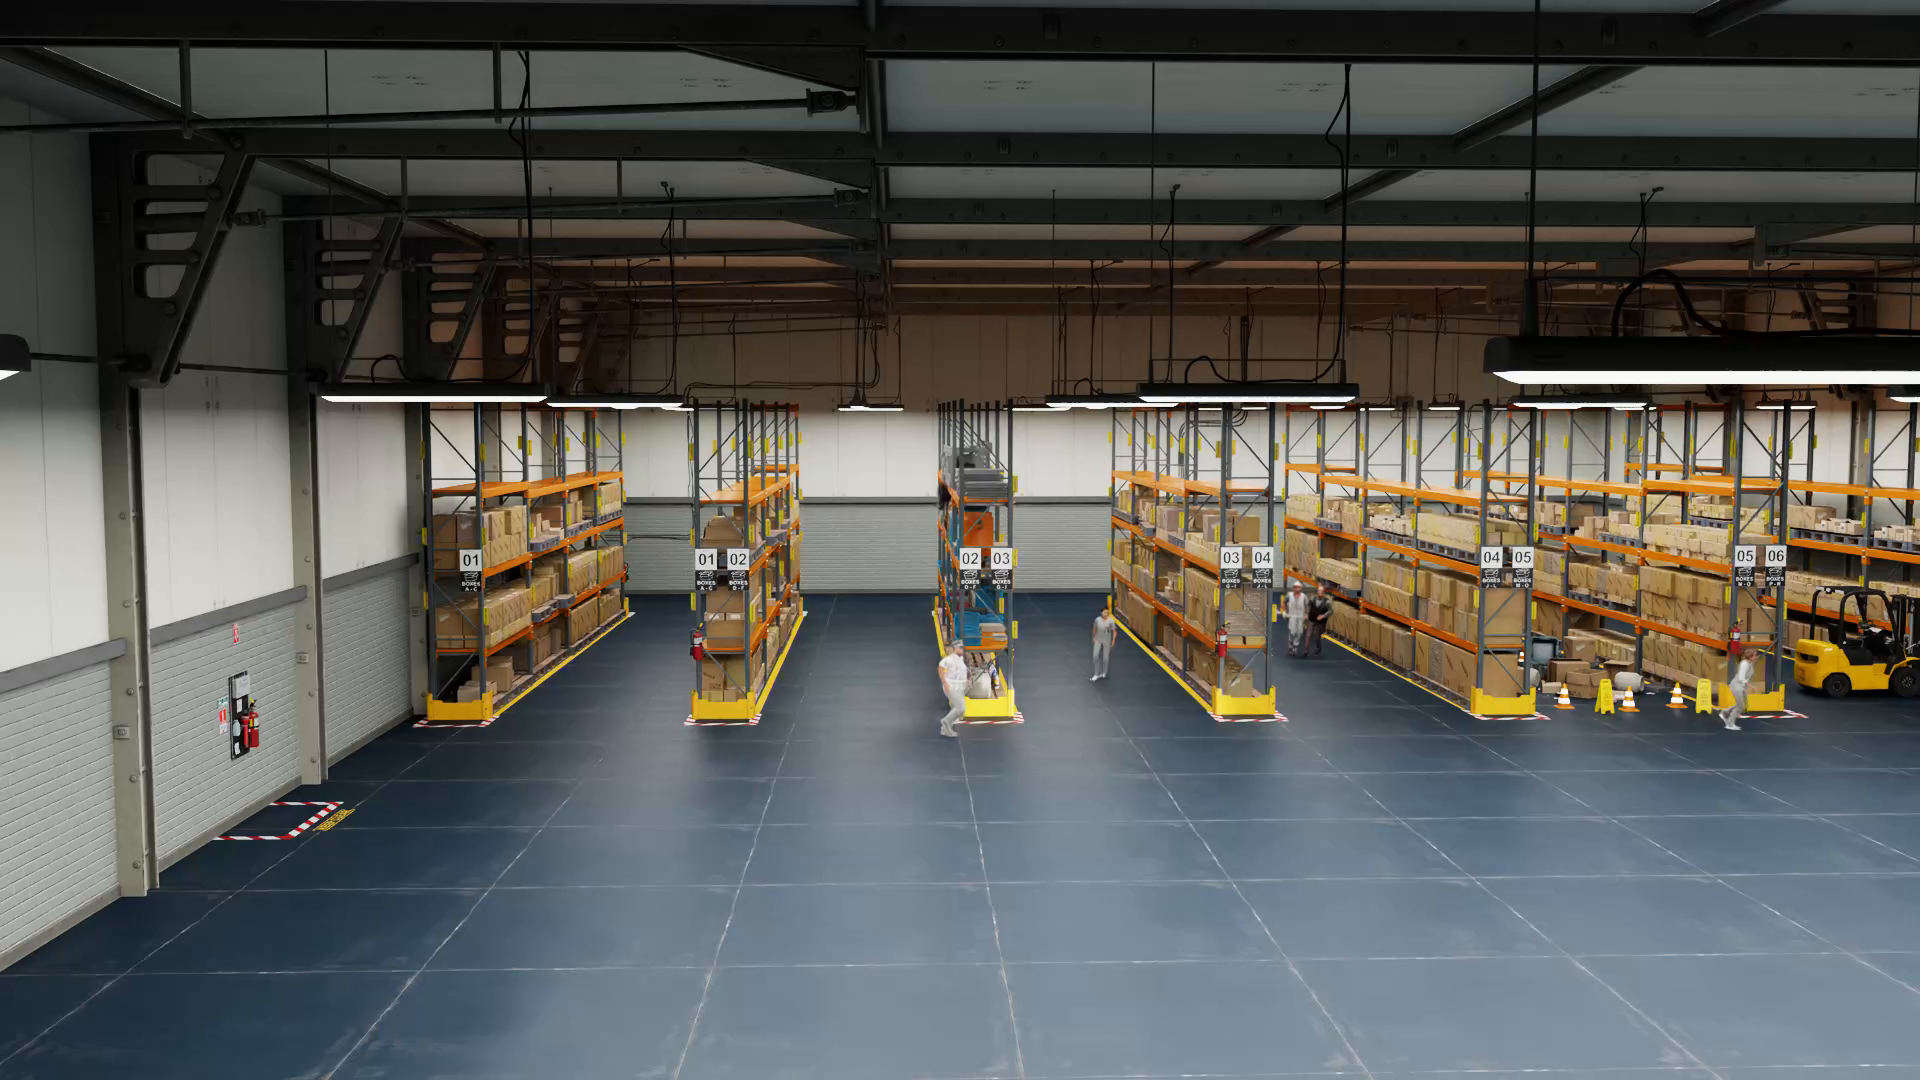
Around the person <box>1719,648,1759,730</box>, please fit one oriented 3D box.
[{"bbox_3d":[14.072,2.687,30.032,0.700,1.516,0.522,4,6,40],"label":"person"}]

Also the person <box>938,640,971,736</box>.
[{"bbox_3d":[-0.102,2.620,29.433,0.559,1.733,0.712,2,5,27],"label":"person"}]

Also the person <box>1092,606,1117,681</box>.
[{"bbox_3d":[3.106,2.206,35.799,0.534,1.629,0.752,0,4,5],"label":"person"}]

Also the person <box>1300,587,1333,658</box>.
[{"bbox_3d":[8.333,1.911,38.693,0.690,1.666,0.974,2,5,27],"label":"person"}]

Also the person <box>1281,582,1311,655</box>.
[{"bbox_3d":[7.957,1.857,39.247,0.642,1.756,0.647,0,4,0],"label":"person"}]
